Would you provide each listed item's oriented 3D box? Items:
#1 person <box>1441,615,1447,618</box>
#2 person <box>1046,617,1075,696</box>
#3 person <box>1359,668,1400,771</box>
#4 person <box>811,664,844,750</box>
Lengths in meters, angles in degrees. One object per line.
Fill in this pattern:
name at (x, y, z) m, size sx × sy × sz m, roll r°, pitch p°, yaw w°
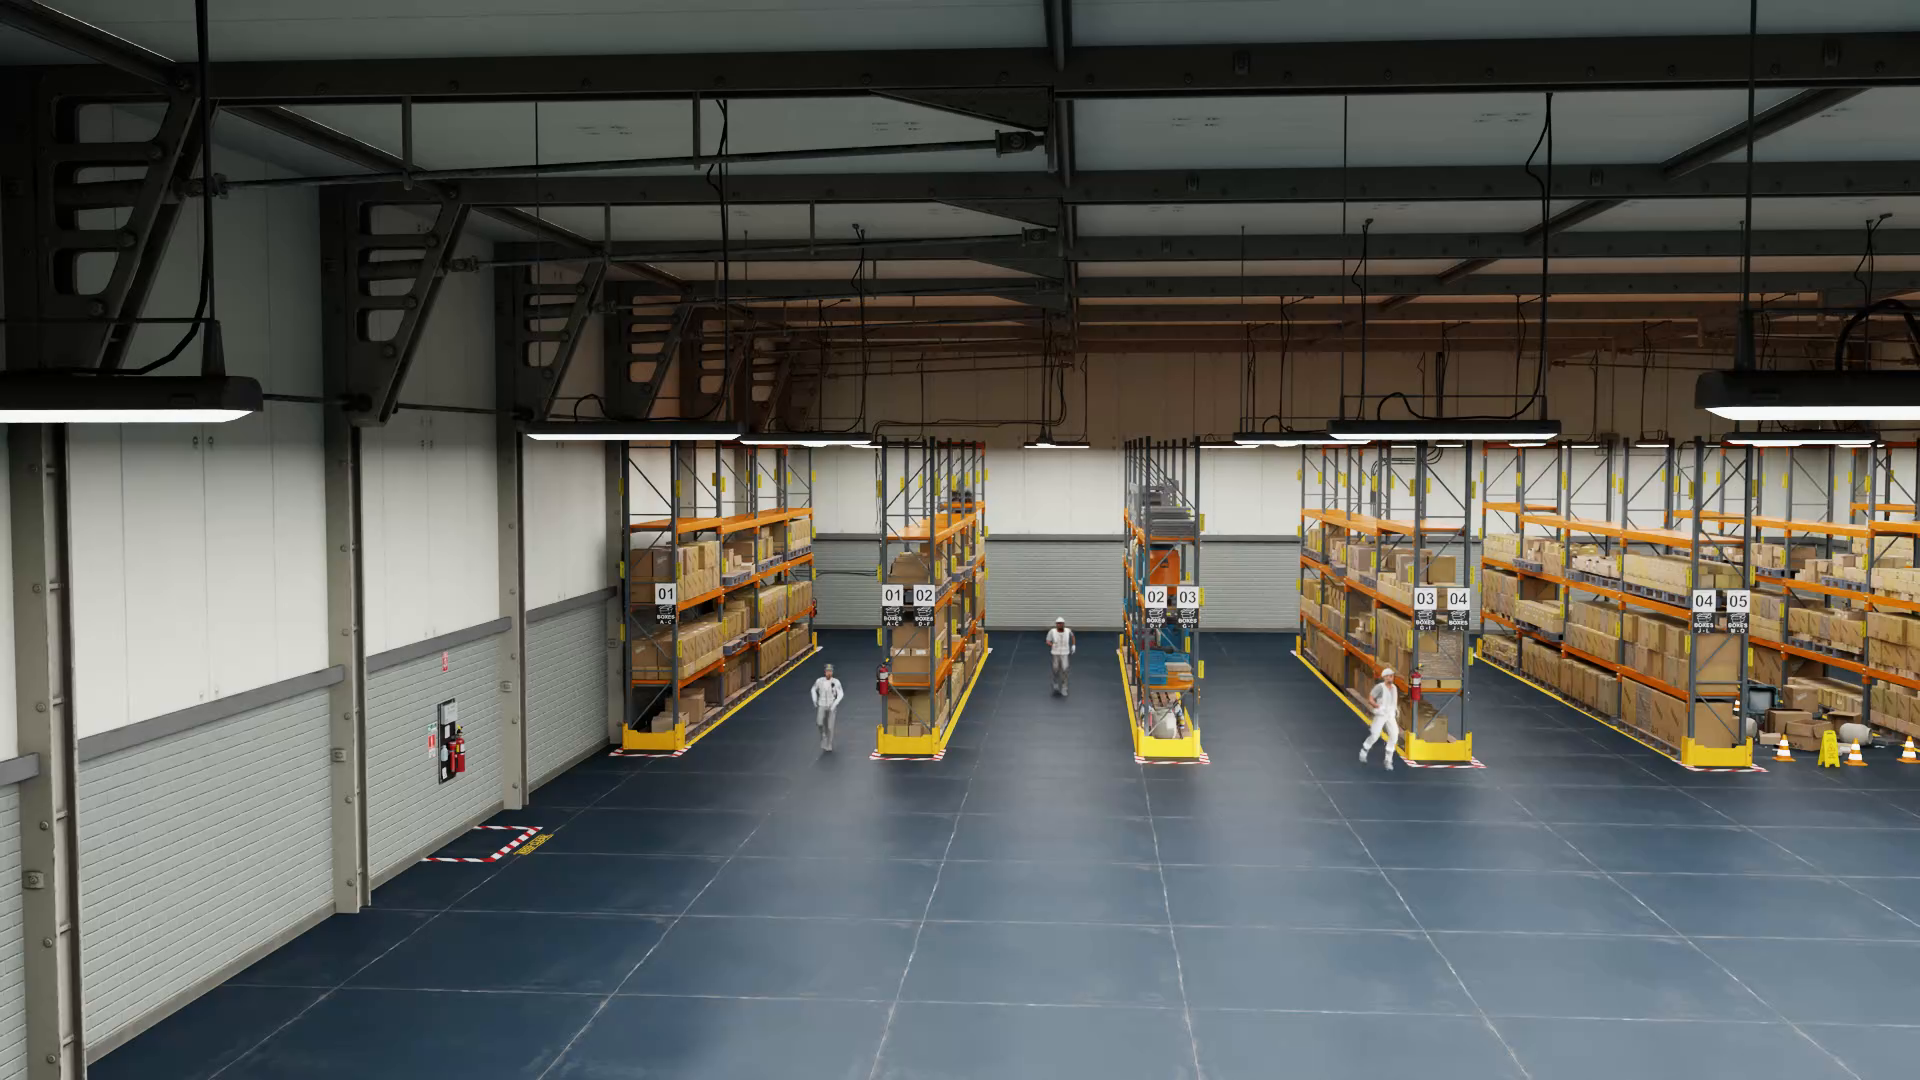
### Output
person at (13.235, 2.447, 46.245) m, size 0.616 × 1.646 × 0.686 m, roll 3°, pitch 4°, yaw 41°
person at (2.372, 2.742, 39.232) m, size 0.703 × 1.857 × 0.786 m, roll 0°, pitch 3°, yaw 0°
person at (7.705, 3.227, 30.146) m, size 0.726 × 1.804 × 0.797 m, roll -1°, pitch 3°, yaw -22°
person at (-2.546, 3.190, 31.750) m, size 0.637 × 1.659 × 0.566 m, roll 0°, pitch 3°, yaw 3°
